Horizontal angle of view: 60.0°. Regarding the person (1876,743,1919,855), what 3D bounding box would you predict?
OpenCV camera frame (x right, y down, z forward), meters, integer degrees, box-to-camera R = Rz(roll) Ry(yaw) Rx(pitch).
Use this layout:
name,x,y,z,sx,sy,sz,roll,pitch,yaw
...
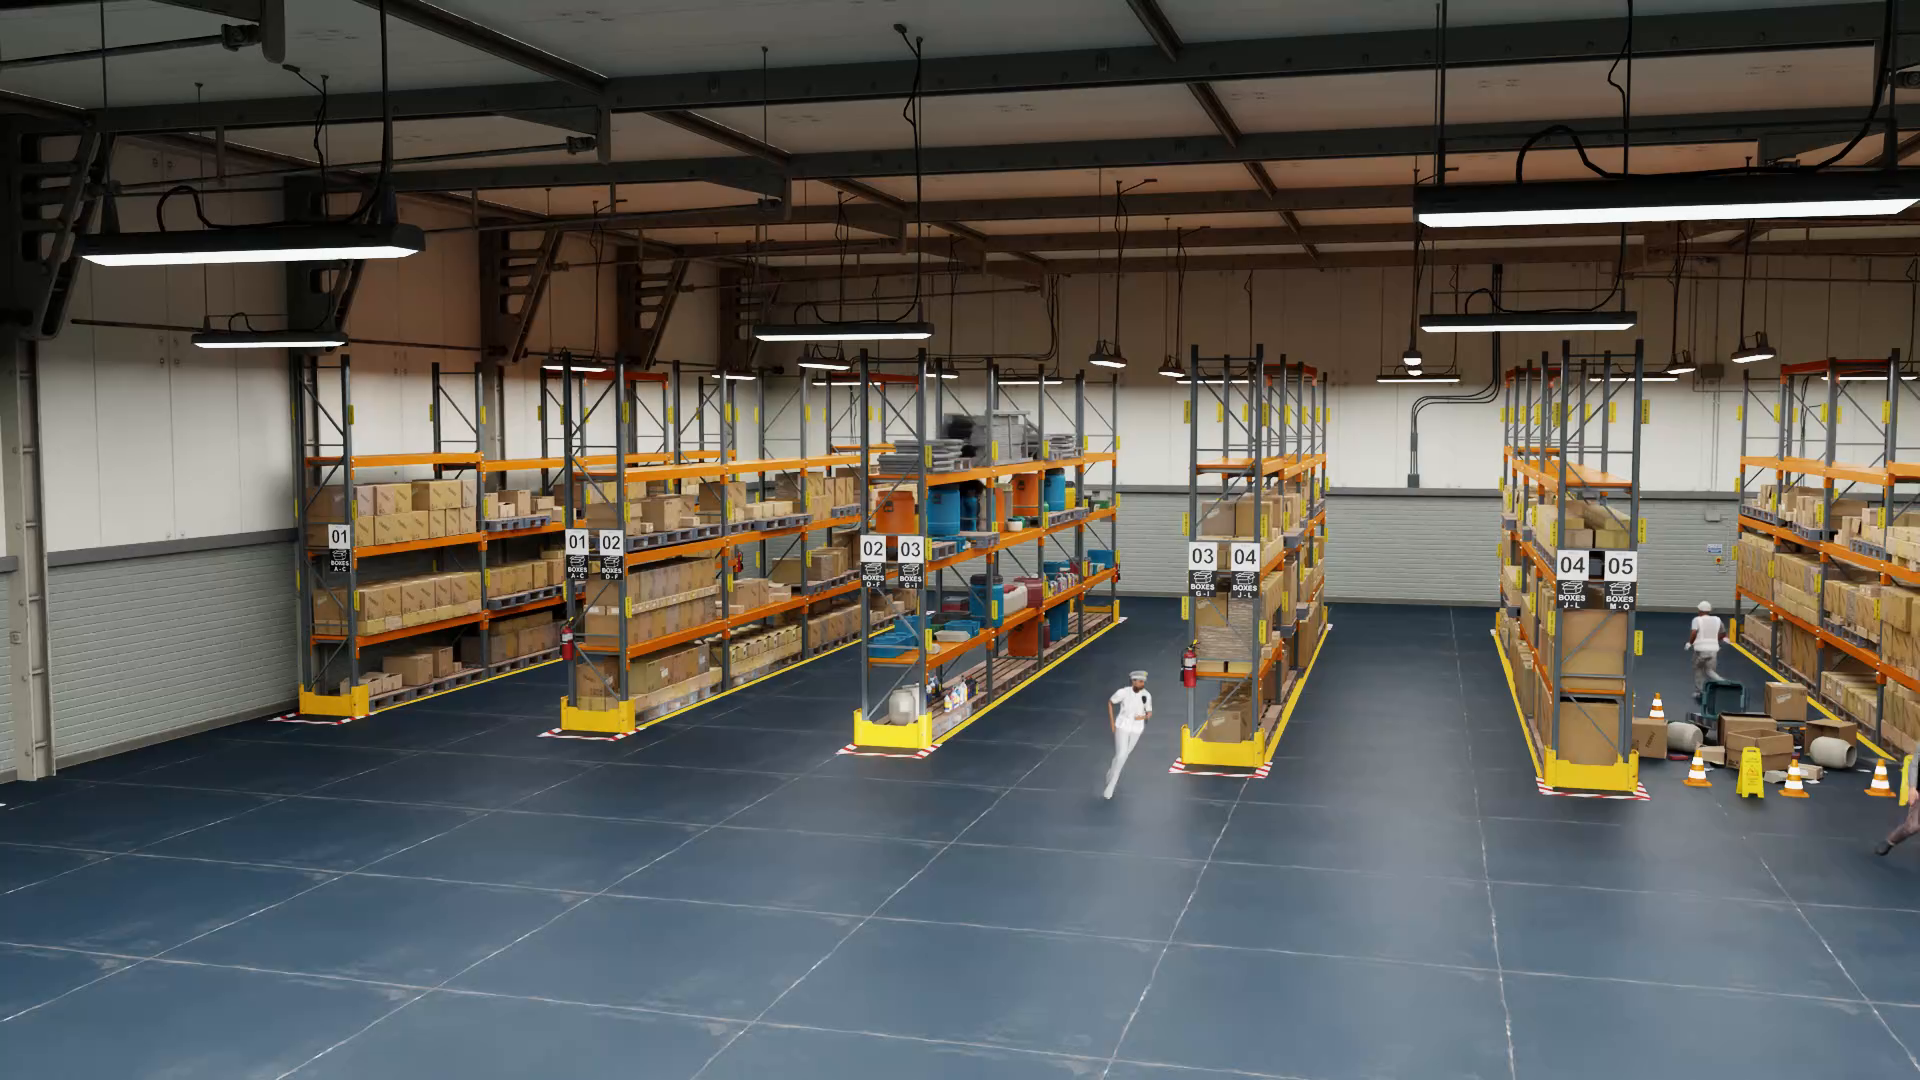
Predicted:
name,x,y,z,sx,sy,sz,roll,pitch,yaw
person,10.674,2.791,18.412,0.818,1.659,0.611,0,4,3

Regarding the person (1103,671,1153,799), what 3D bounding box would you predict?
name,x,y,z,sx,sy,sz,roll,pitch,yaw
person,2.156,2.531,22.046,0.745,1.645,0.710,-1,4,-16

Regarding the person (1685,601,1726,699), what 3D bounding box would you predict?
name,x,y,z,sx,sy,sz,roll,pitch,yaw
person,13.137,1.955,29.155,0.682,1.733,0.813,0,4,-2
